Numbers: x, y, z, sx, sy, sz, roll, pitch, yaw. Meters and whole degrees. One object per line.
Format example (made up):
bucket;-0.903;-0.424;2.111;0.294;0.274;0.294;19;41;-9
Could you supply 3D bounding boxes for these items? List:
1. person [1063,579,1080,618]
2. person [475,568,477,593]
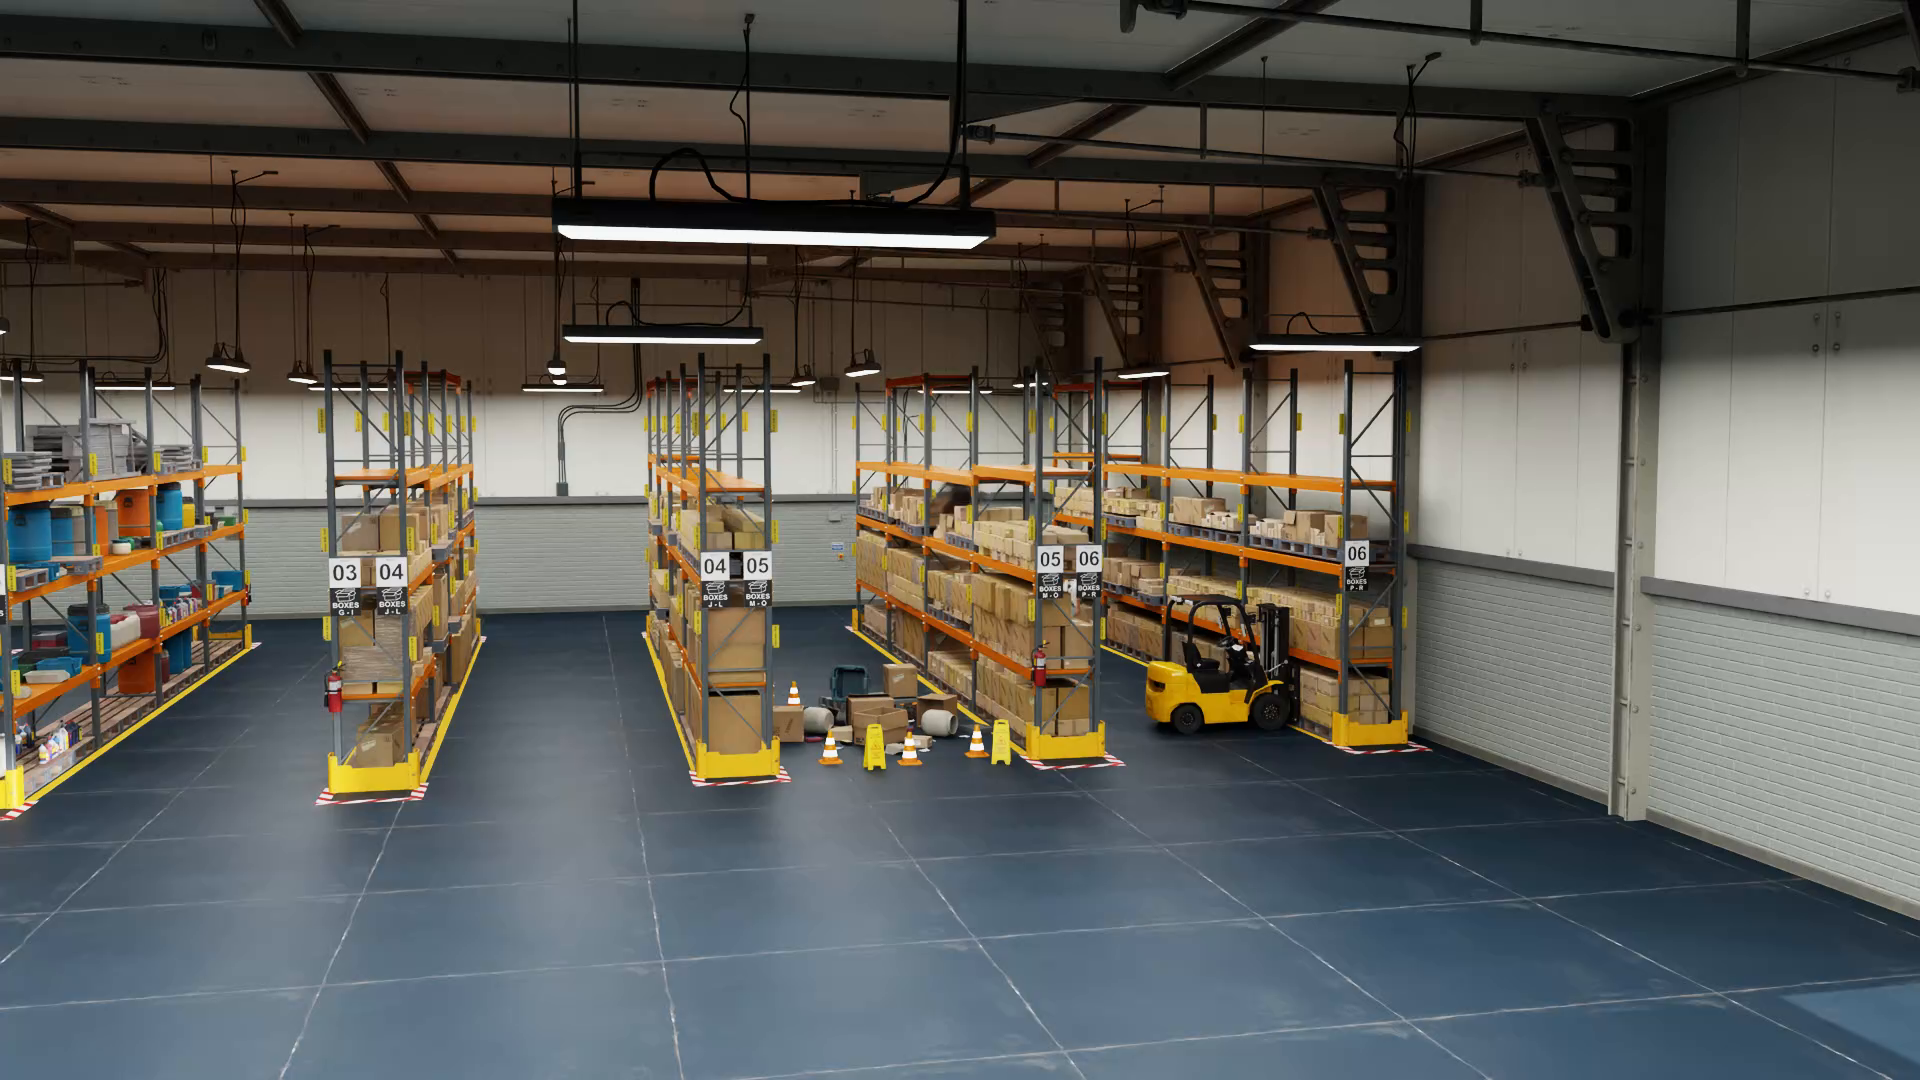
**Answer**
person;2.302;1.458;35.637;0.598;1.655;0.546;-1;4;-12
person;-12.395;1.240;41.616;0.593;1.836;0.435;0;4;3
